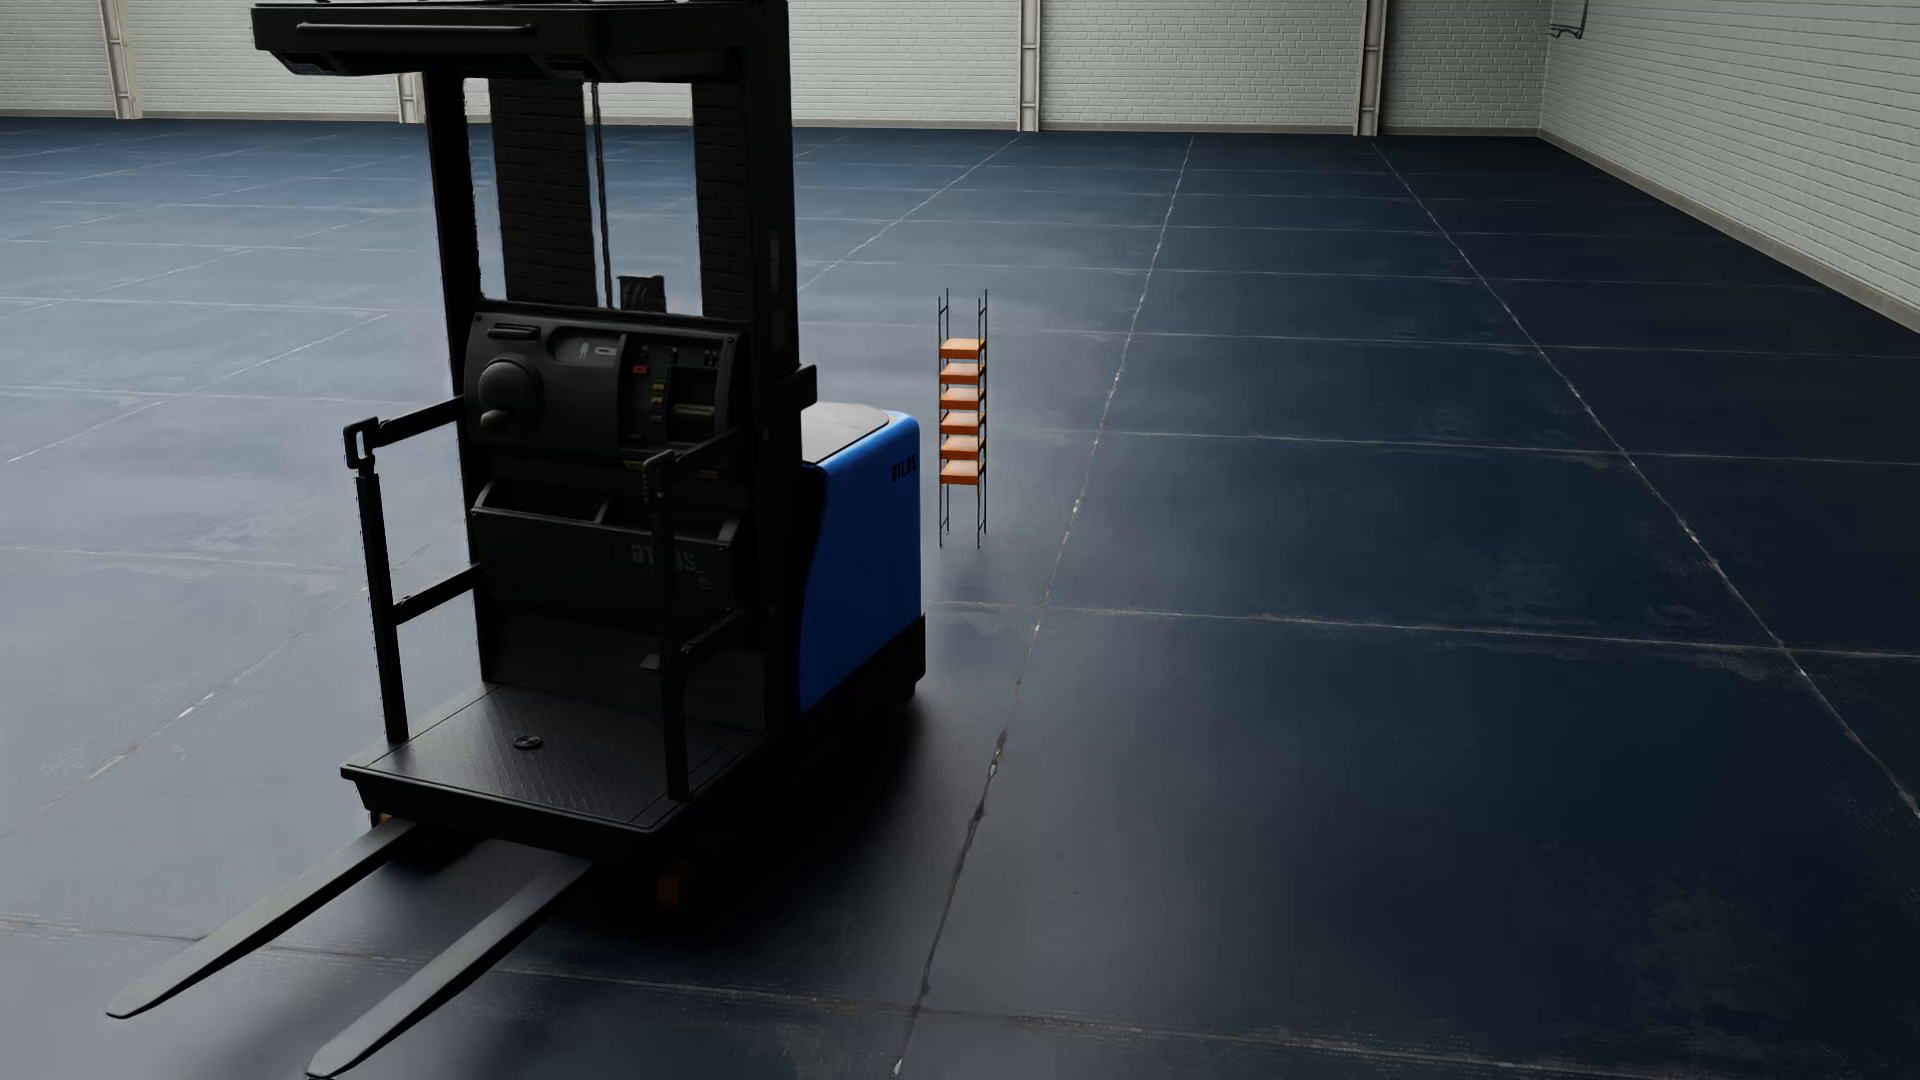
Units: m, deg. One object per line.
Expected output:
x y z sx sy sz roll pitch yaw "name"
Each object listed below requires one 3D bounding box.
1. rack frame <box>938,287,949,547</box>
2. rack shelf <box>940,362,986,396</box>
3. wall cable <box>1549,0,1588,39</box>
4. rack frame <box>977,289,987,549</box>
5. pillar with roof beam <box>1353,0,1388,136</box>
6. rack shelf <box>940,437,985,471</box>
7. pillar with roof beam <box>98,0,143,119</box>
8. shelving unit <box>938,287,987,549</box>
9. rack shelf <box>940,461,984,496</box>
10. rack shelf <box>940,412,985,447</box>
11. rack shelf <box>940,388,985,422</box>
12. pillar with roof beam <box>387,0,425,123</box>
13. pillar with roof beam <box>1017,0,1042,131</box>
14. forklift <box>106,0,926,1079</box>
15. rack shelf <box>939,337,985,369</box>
-0.076 -0.573 7.844 0.006 1.200 0.240 3 19 9 "rack frame"
0.014 -0.754 7.768 0.180 0.103 0.258 3 19 9 "rack shelf"
9.878 -9.411 26.863 0.112 2.526 3.097 3 19 9 "wall cable"
0.105 -0.564 7.816 0.006 1.200 0.240 3 19 9 "rack frame"
6.497 -10.098 24.020 0.400 9.000 9.100 3 19 9 "pillar with roof beam"
0.014 -0.412 7.882 0.180 0.103 0.258 3 19 9 "rack shelf"
-17.200 -11.306 27.630 0.400 9.000 9.100 3 19 9 "pillar with roof beam"
0.014 -0.568 7.830 0.189 1.200 0.258 3 19 9 "shelving unit"
0.014 -0.299 7.921 0.180 0.103 0.258 3 19 9 "rack shelf"
0.014 -0.526 7.844 0.180 0.103 0.258 3 19 9 "rack shelf"
0.014 -0.640 7.806 0.180 0.103 0.258 3 19 9 "rack shelf"
-11.276 -11.004 26.728 0.400 9.000 9.100 3 19 9 "pillar with roof beam"
0.573 -10.400 24.923 0.400 9.000 9.100 3 19 9 "pillar with roof beam"
-1.156 -0.458 4.773 1.130 2.935 3.031 7 20 21 "forklift"
0.014 -0.868 7.730 0.180 0.103 0.258 3 19 9 "rack shelf"
